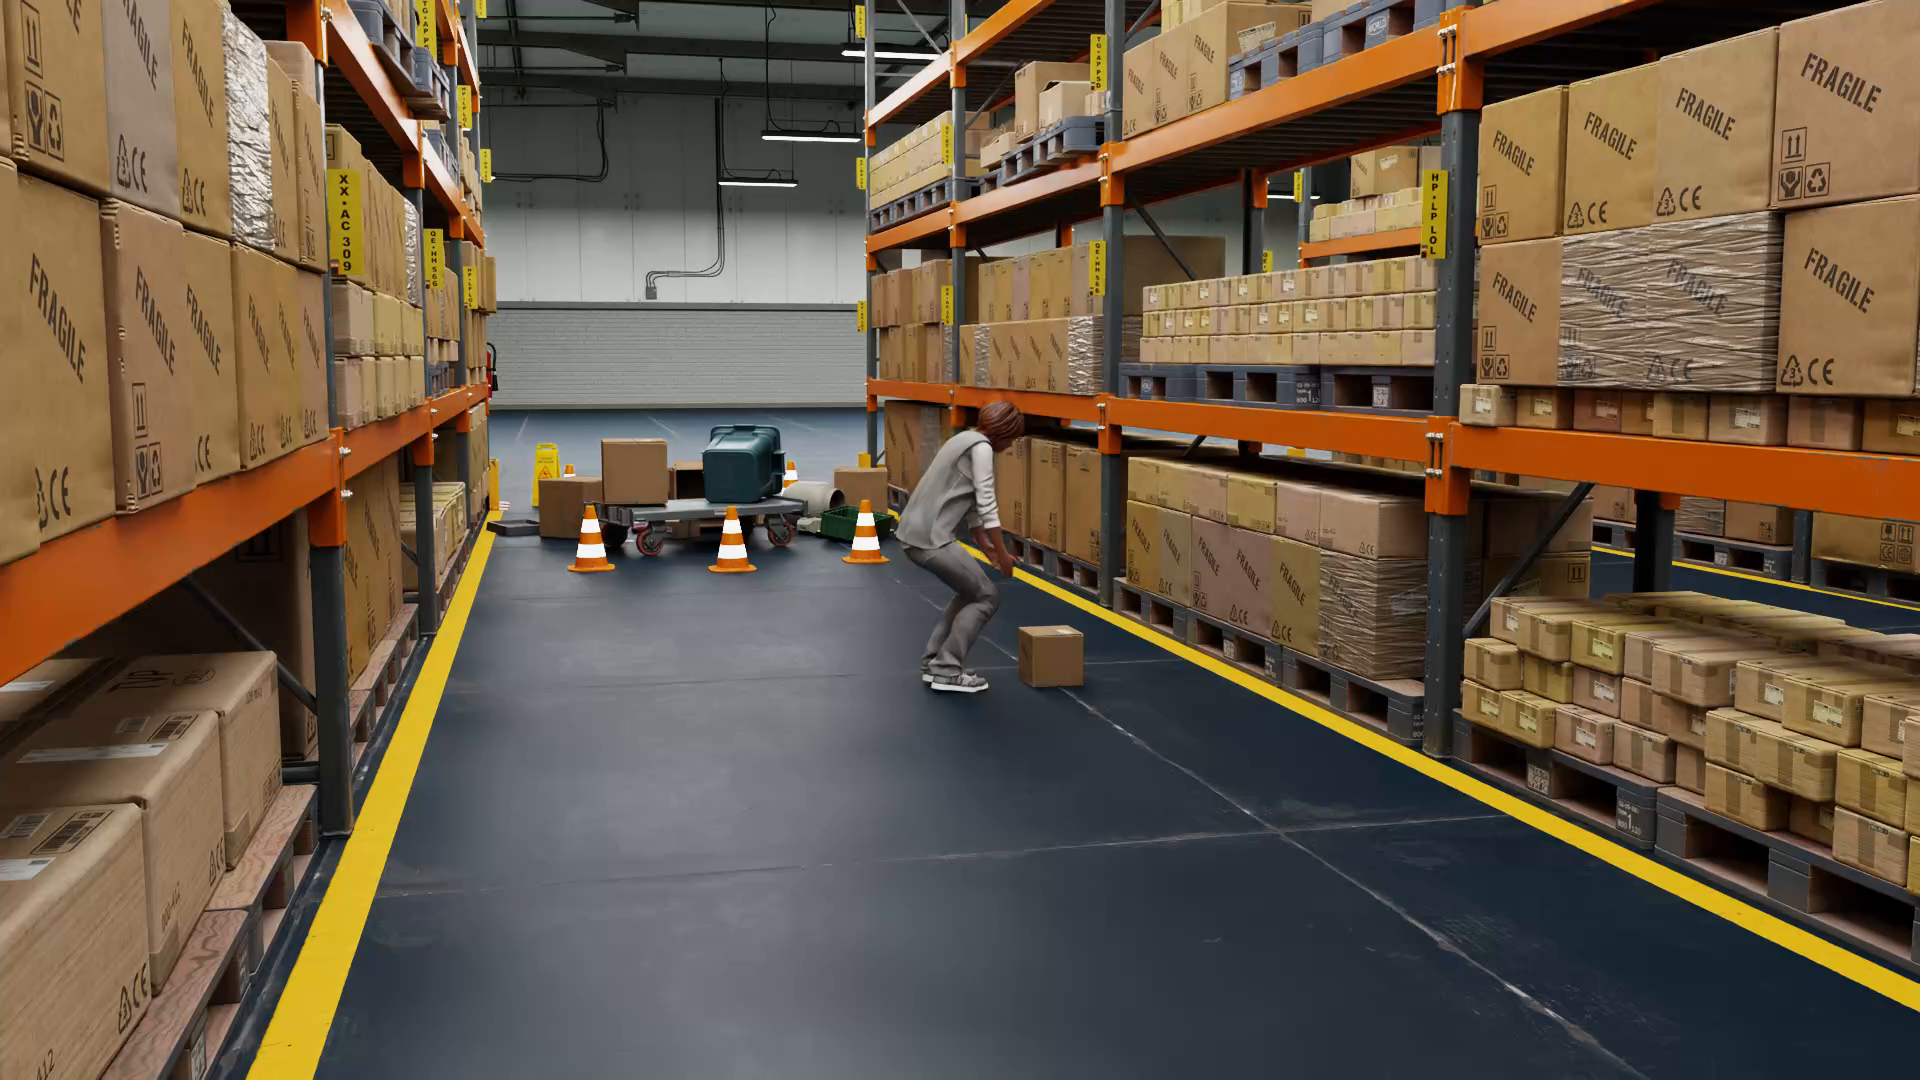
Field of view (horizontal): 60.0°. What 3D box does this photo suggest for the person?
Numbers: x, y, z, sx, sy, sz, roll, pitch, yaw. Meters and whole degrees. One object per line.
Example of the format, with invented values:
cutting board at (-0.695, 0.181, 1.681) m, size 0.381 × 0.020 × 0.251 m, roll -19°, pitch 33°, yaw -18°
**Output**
person at (0.001, 0.023, 7.823) m, size 0.621 × 1.351 × 0.461 m, roll -2°, pitch 7°, yaw -13°
